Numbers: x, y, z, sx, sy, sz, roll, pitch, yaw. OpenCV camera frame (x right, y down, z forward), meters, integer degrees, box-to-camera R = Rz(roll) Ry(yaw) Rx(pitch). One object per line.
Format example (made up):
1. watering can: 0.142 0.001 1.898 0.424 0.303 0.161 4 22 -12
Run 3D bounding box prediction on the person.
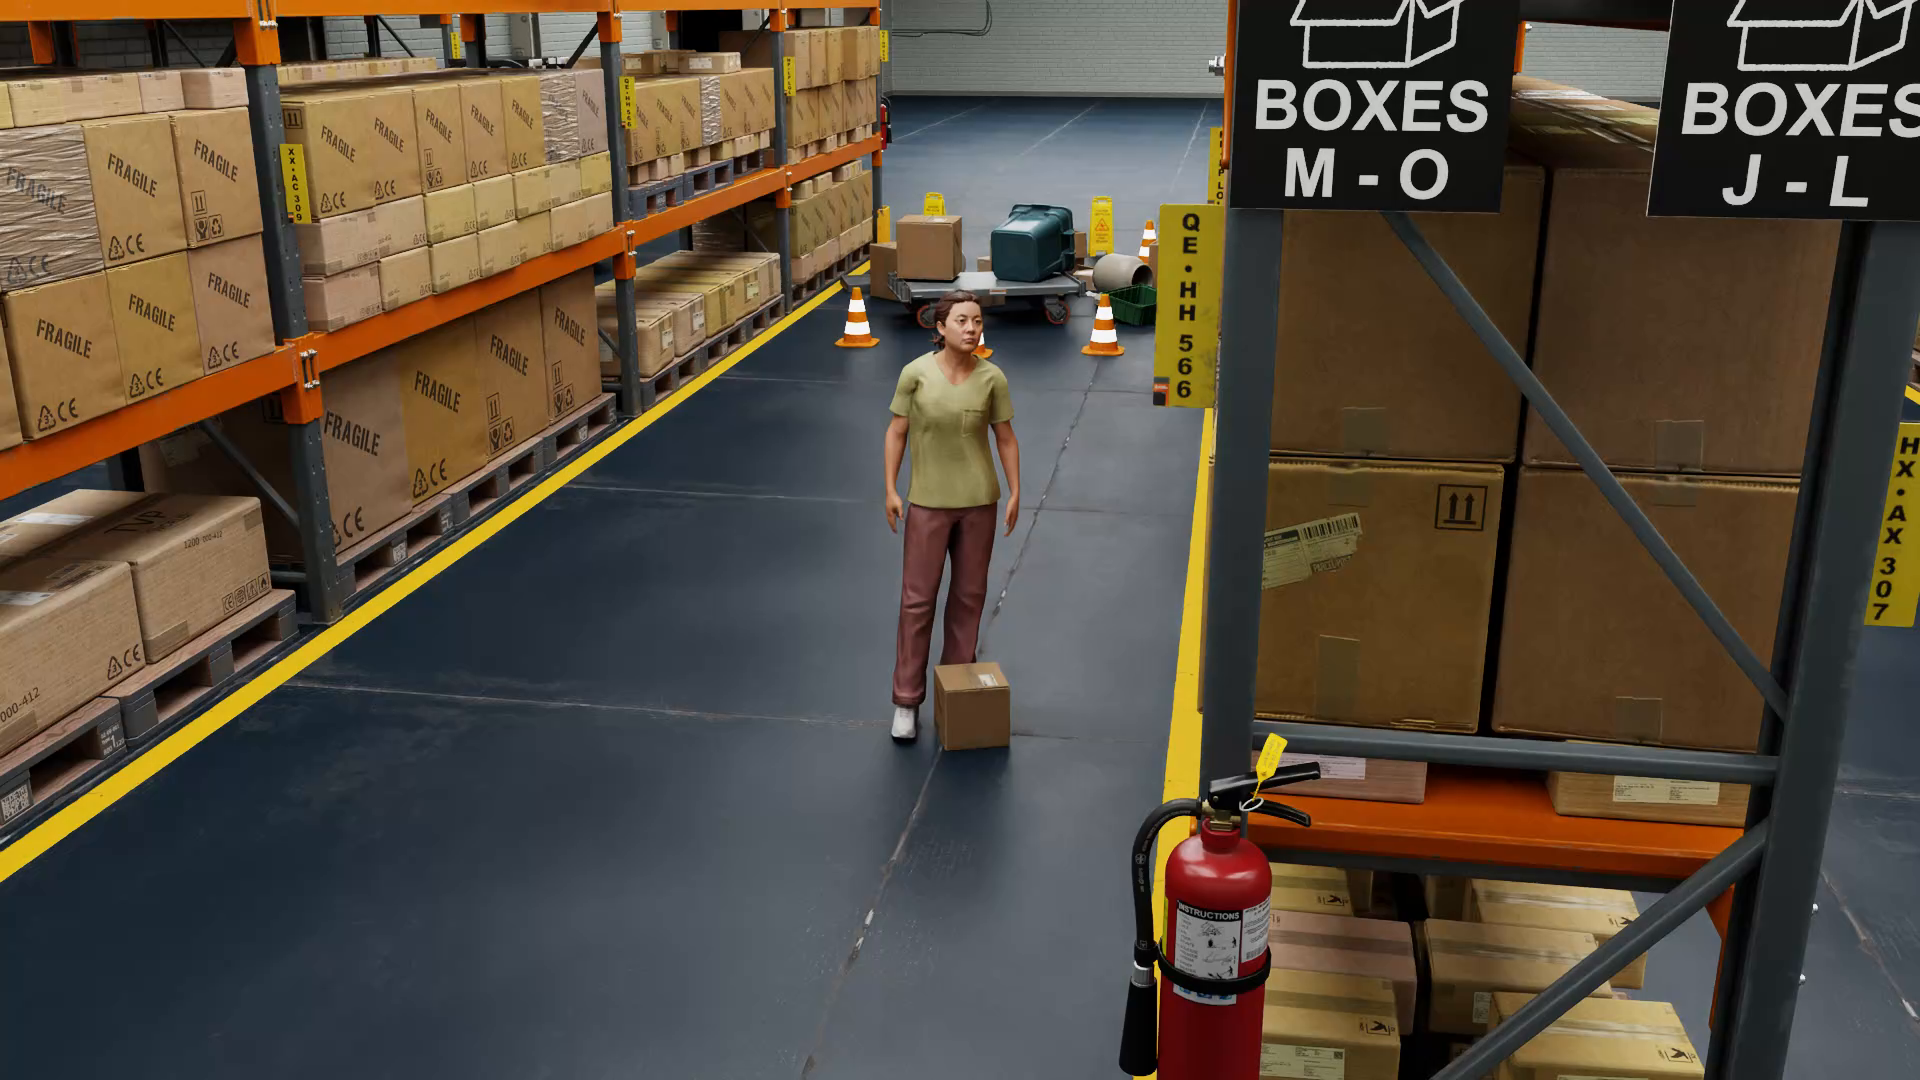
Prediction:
1. person: -0.023 -0.112 6.372 0.554 1.673 0.547 -3 18 -9
